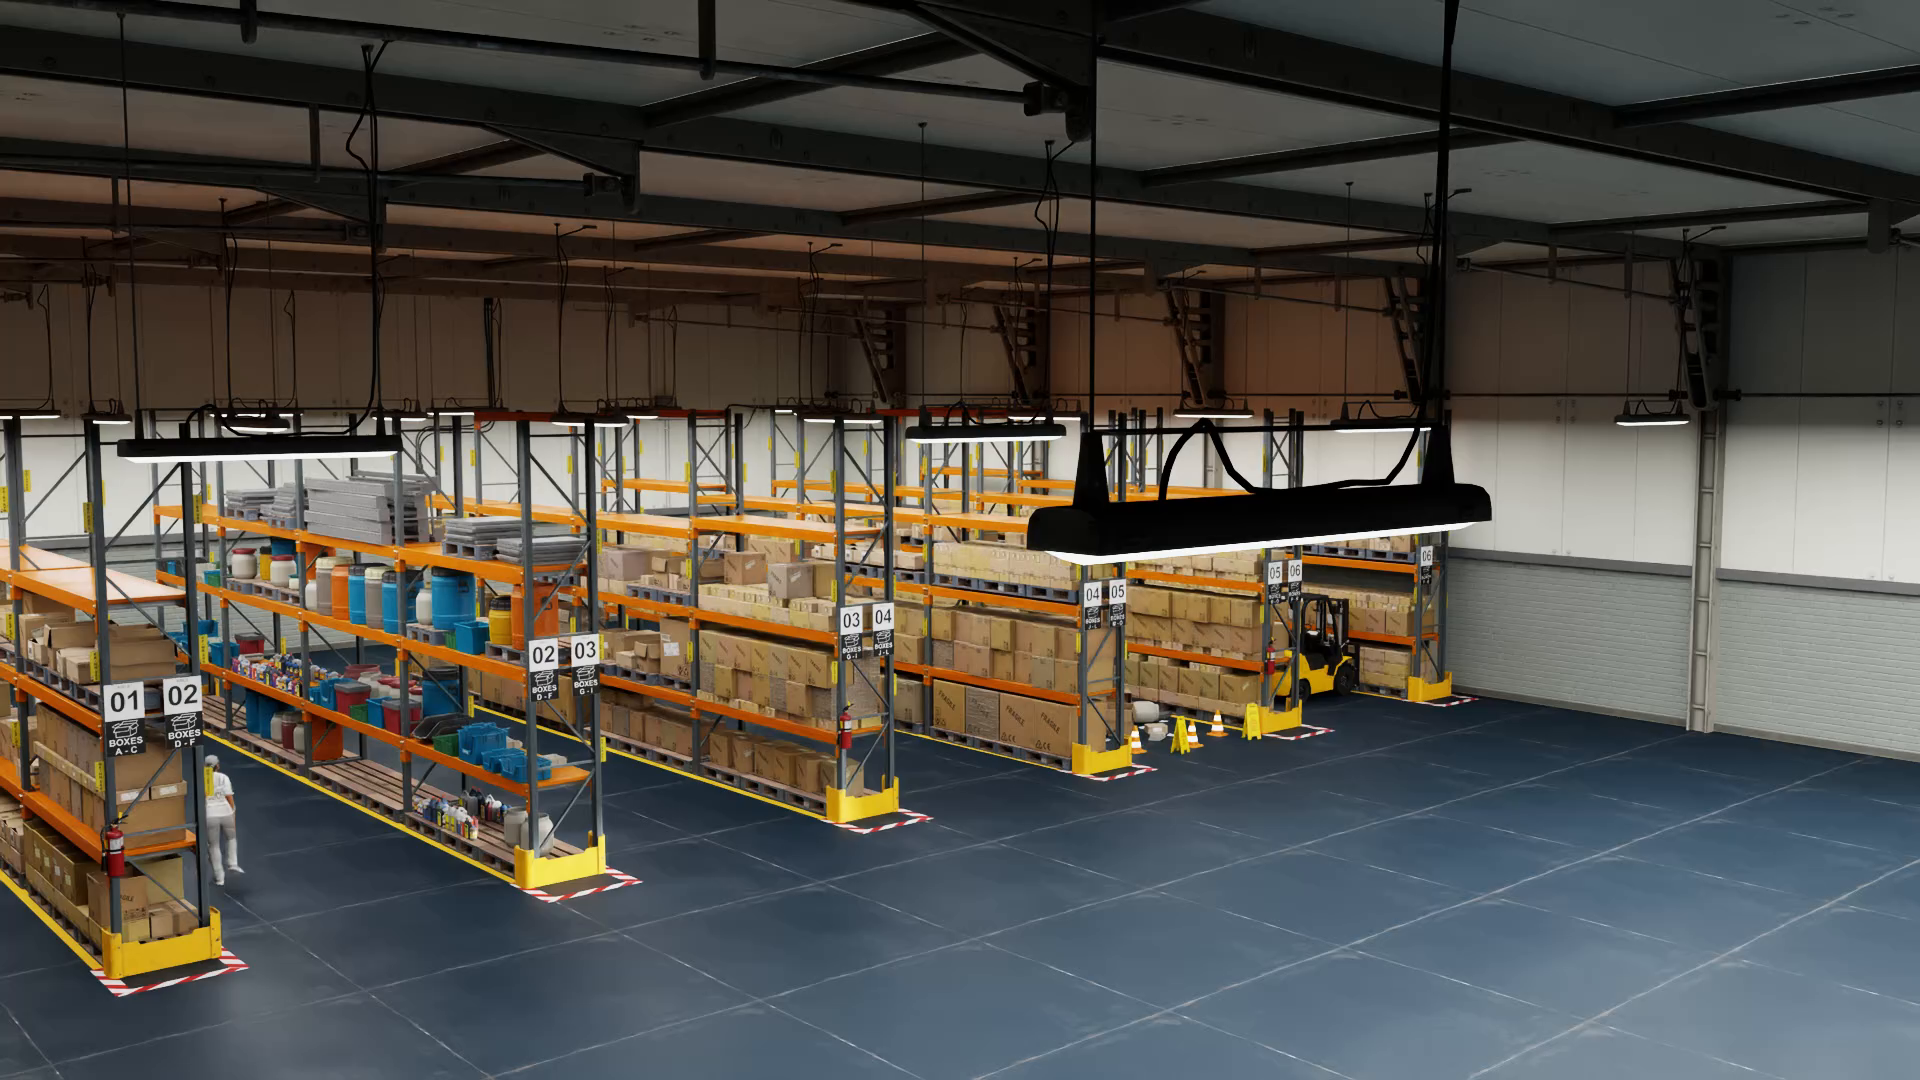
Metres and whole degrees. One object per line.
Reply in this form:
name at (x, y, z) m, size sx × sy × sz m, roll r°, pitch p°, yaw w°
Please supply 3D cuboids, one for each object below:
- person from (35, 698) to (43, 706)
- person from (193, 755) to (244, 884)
person at (-16.162, 2.820, 29.790) m, size 0.690 × 1.723 × 1.034 m, roll -4°, pitch 7°, yaw -40°
person at (-9.614, 3.610, 21.539) m, size 0.546 × 1.652 × 0.511 m, roll -3°, pitch 6°, yaw -33°
